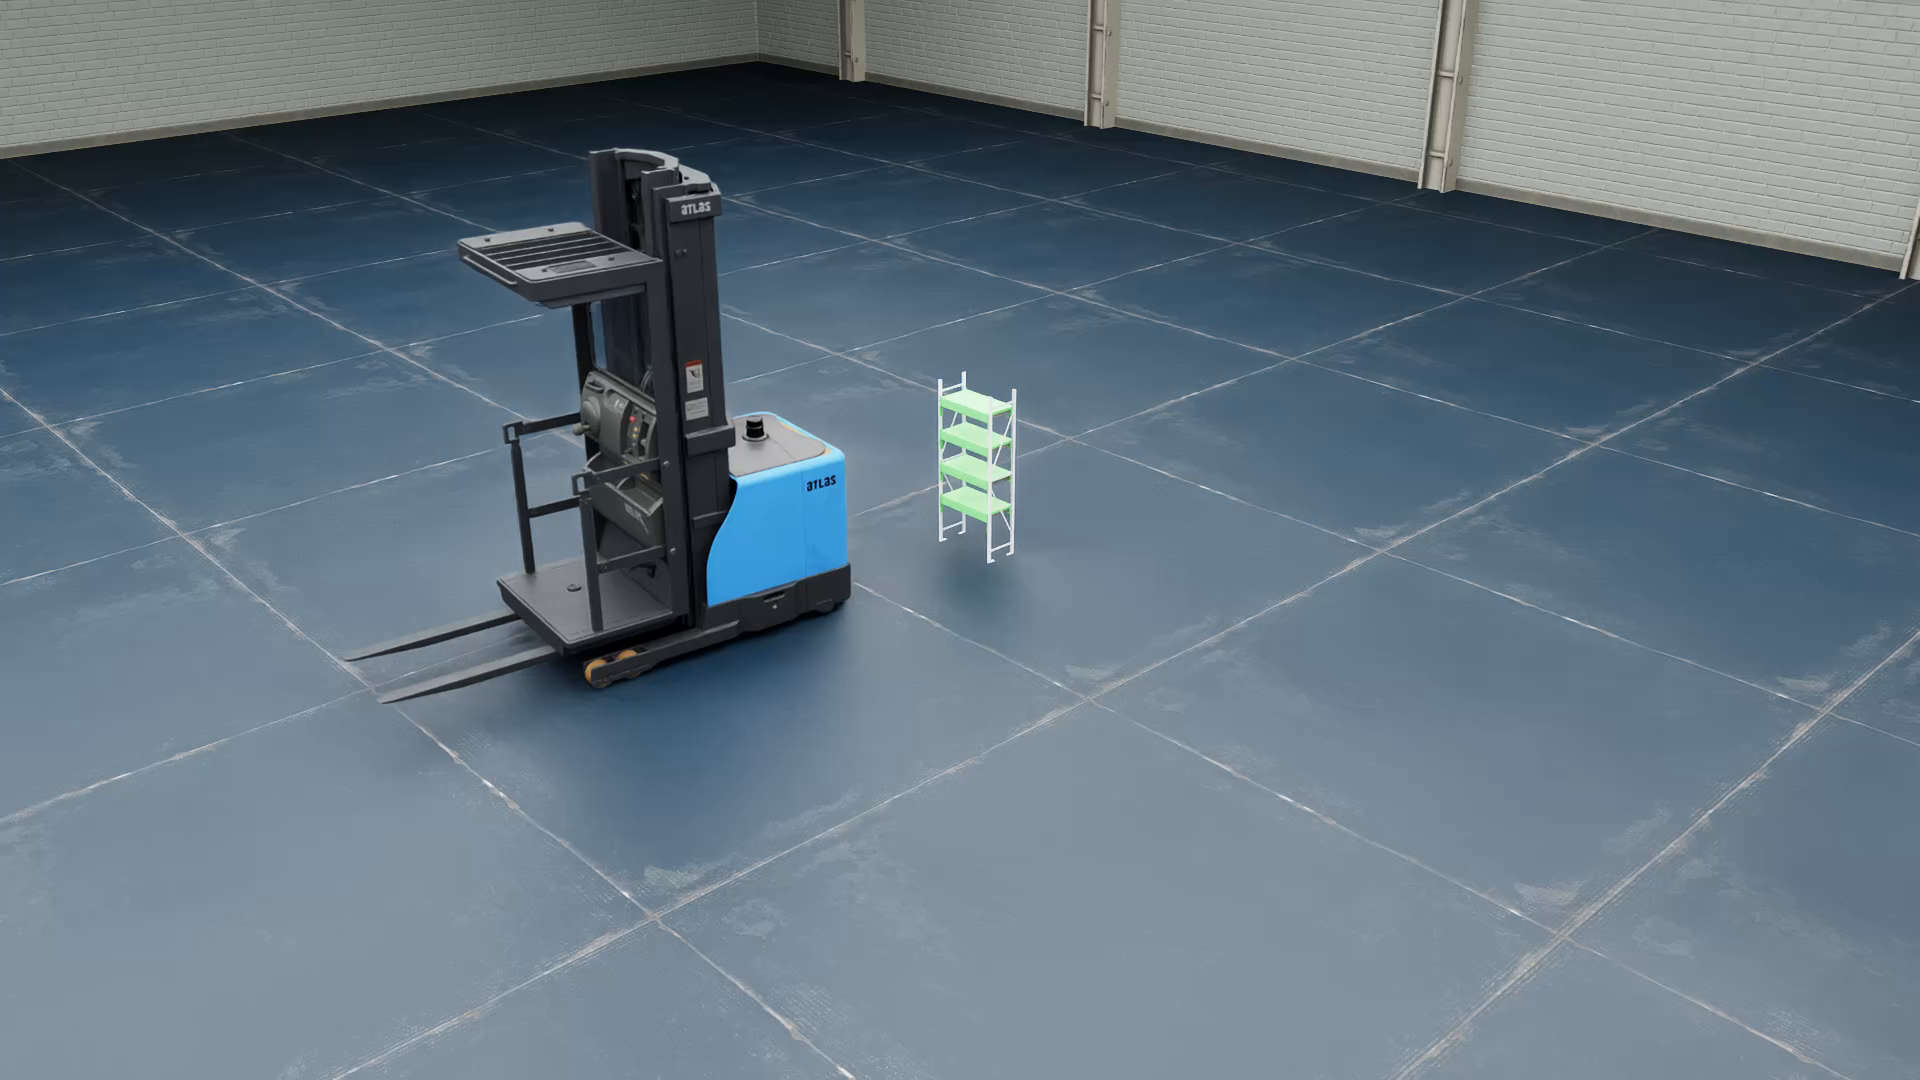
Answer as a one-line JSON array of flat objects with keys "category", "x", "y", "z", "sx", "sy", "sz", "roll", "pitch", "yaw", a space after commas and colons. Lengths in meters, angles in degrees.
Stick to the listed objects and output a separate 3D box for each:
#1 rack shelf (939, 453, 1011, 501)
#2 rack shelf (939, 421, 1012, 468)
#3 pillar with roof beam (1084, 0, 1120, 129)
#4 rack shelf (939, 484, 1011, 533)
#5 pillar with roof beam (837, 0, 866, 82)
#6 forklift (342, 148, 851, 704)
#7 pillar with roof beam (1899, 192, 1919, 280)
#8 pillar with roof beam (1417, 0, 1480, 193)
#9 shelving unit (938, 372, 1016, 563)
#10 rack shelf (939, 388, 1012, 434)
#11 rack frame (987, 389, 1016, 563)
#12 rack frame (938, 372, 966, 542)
[{"category": "rack shelf", "x": 0.113, "y": -0.438, "z": 11.418, "sx": 0.258, "sy": 0.148, "sz": 0.480, "roll": -21, "pitch": 32, "yaw": -38}, {"category": "rack shelf", "x": 0.113, "y": -0.656, "z": 11.318, "sx": 0.258, "sy": 0.148, "sz": 0.480, "roll": -21, "pitch": 32, "yaw": -38}, {"category": "pillar with roof beam", "x": -0.967, "y": -9.316, "z": 21.330, "sx": 9.100, "sy": 9.000, "sz": 0.400, "roll": -21, "pitch": 32, "yaw": -38}, {"category": "rack shelf", "x": 0.113, "y": -0.219, "z": 11.517, "sx": 0.258, "sy": 0.148, "sz": 0.480, "roll": -21, "pitch": 32, "yaw": -38}, {"category": "pillar with roof beam", "x": -5.068, "y": -11.134, "z": 25.315, "sx": 9.100, "sy": 9.000, "sz": 0.400, "roll": -21, "pitch": 32, "yaw": -38}, {"category": "forklift", "x": -2.195, "y": -0.707, "z": 9.768, "sx": 3.031, "sy": 2.935, "sz": 1.130, "roll": -17, "pitch": 29, "yaw": -33}, {"category": "pillar with roof beam", "x": 7.235, "y": -5.681, "z": 13.360, "sx": 9.100, "sy": 9.000, "sz": 0.400, "roll": -21, "pitch": 32, "yaw": -38}, {"category": "pillar with roof beam", "x": 3.134, "y": -7.499, "z": 17.345, "sx": 9.100, "sy": 9.000, "sz": 0.400, "roll": -21, "pitch": 32, "yaw": -38}, {"category": "shelving unit", "x": 0.113, "y": -0.496, "z": 11.391, "sx": 0.258, "sy": 1.200, "sz": 0.503, "roll": -21, "pitch": 32, "yaw": -38}, {"category": "rack shelf", "x": 0.113, "y": -0.874, "z": 11.218, "sx": 0.258, "sy": 0.148, "sz": 0.480, "roll": -21, "pitch": 32, "yaw": -38}, {"category": "rack frame", "x": 0.280, "y": -0.422, "z": 11.229, "sx": 0.240, "sy": 1.200, "sz": 0.015, "roll": -21, "pitch": 32, "yaw": -38}, {"category": "rack frame", "x": -0.054, "y": -0.570, "z": 11.553, "sx": 0.240, "sy": 1.200, "sz": 0.015, "roll": -21, "pitch": 32, "yaw": -38}]
